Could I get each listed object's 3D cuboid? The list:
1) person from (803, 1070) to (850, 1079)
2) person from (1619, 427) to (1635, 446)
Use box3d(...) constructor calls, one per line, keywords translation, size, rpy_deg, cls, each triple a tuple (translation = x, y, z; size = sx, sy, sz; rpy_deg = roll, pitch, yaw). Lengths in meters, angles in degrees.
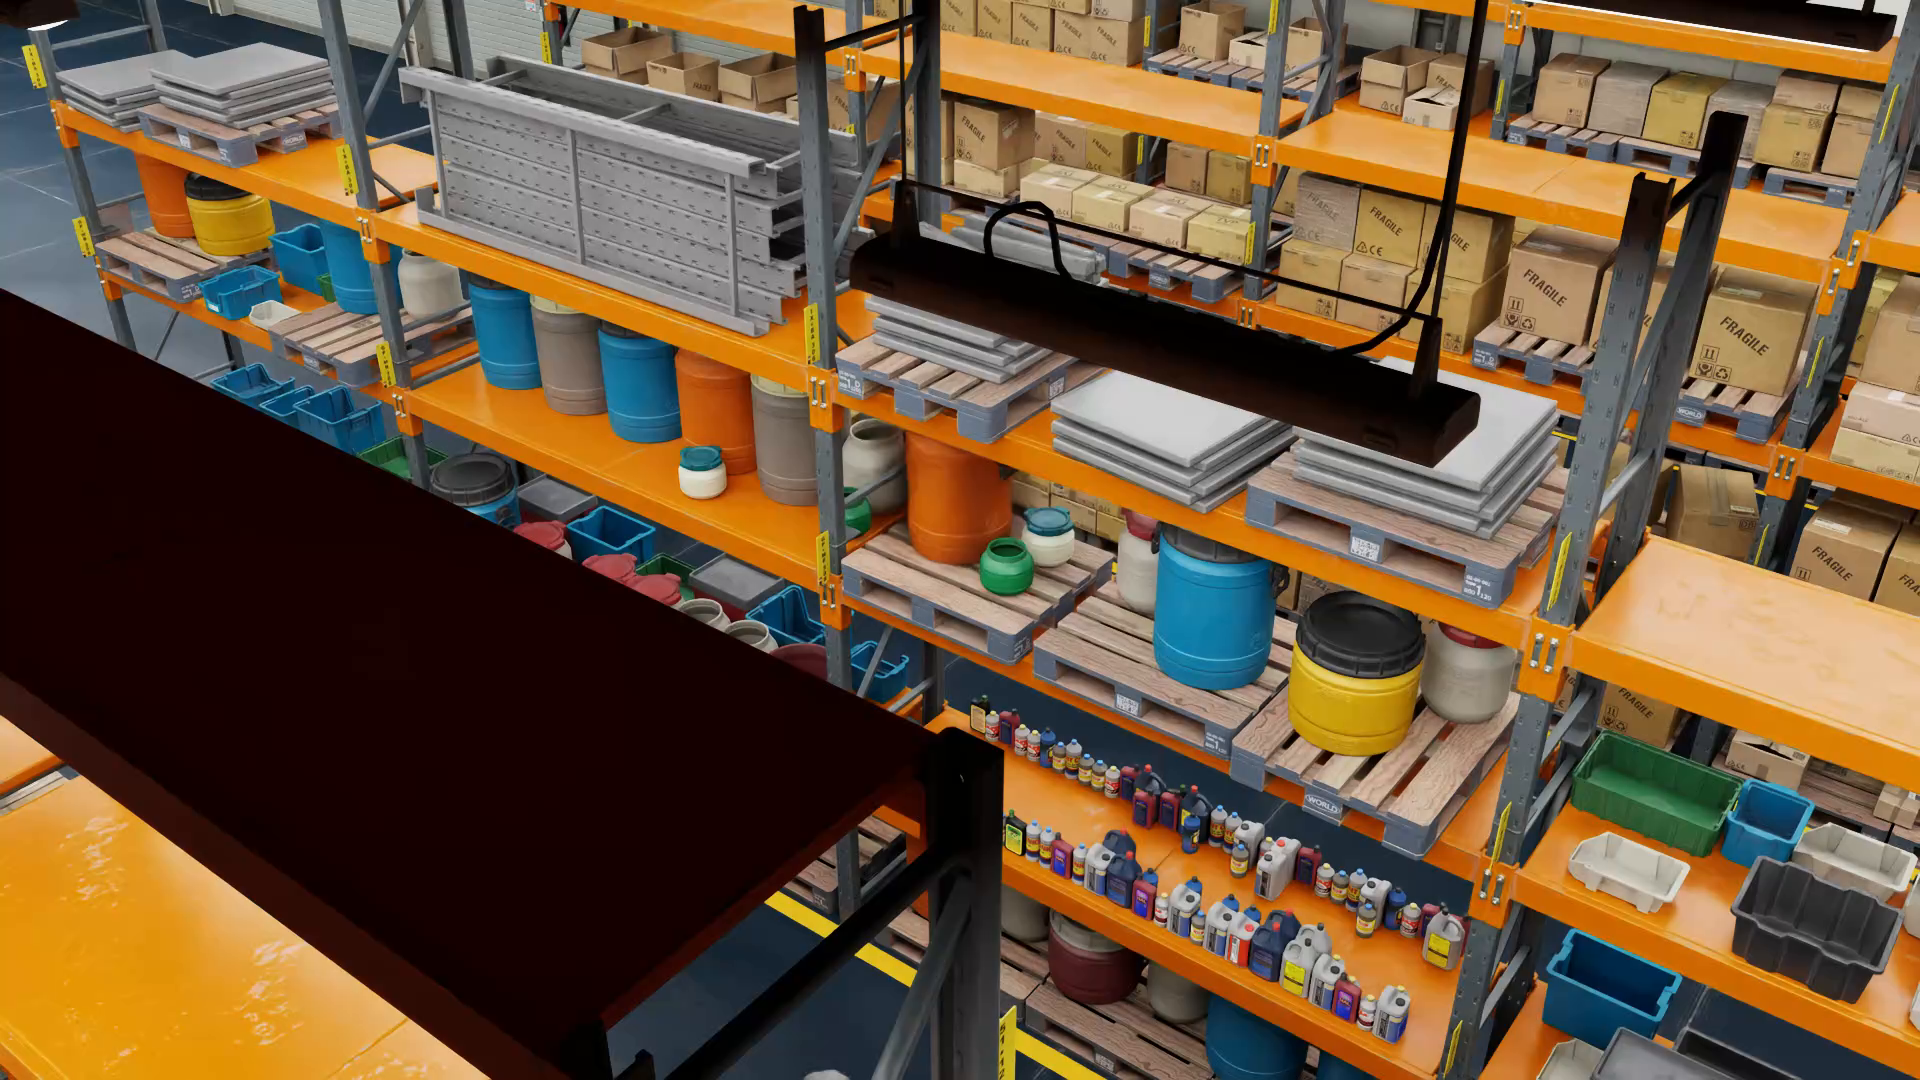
box3d(translation=(-0.641, 3.203, 8.146), size=(0.601, 1.513, 0.522), rpy_deg=(25, 39, 34), cls="person")
box3d(translation=(5.964, -0.940, 15.142), size=(1.094, 1.727, 0.529), rpy_deg=(20, 37, 29), cls="person")
